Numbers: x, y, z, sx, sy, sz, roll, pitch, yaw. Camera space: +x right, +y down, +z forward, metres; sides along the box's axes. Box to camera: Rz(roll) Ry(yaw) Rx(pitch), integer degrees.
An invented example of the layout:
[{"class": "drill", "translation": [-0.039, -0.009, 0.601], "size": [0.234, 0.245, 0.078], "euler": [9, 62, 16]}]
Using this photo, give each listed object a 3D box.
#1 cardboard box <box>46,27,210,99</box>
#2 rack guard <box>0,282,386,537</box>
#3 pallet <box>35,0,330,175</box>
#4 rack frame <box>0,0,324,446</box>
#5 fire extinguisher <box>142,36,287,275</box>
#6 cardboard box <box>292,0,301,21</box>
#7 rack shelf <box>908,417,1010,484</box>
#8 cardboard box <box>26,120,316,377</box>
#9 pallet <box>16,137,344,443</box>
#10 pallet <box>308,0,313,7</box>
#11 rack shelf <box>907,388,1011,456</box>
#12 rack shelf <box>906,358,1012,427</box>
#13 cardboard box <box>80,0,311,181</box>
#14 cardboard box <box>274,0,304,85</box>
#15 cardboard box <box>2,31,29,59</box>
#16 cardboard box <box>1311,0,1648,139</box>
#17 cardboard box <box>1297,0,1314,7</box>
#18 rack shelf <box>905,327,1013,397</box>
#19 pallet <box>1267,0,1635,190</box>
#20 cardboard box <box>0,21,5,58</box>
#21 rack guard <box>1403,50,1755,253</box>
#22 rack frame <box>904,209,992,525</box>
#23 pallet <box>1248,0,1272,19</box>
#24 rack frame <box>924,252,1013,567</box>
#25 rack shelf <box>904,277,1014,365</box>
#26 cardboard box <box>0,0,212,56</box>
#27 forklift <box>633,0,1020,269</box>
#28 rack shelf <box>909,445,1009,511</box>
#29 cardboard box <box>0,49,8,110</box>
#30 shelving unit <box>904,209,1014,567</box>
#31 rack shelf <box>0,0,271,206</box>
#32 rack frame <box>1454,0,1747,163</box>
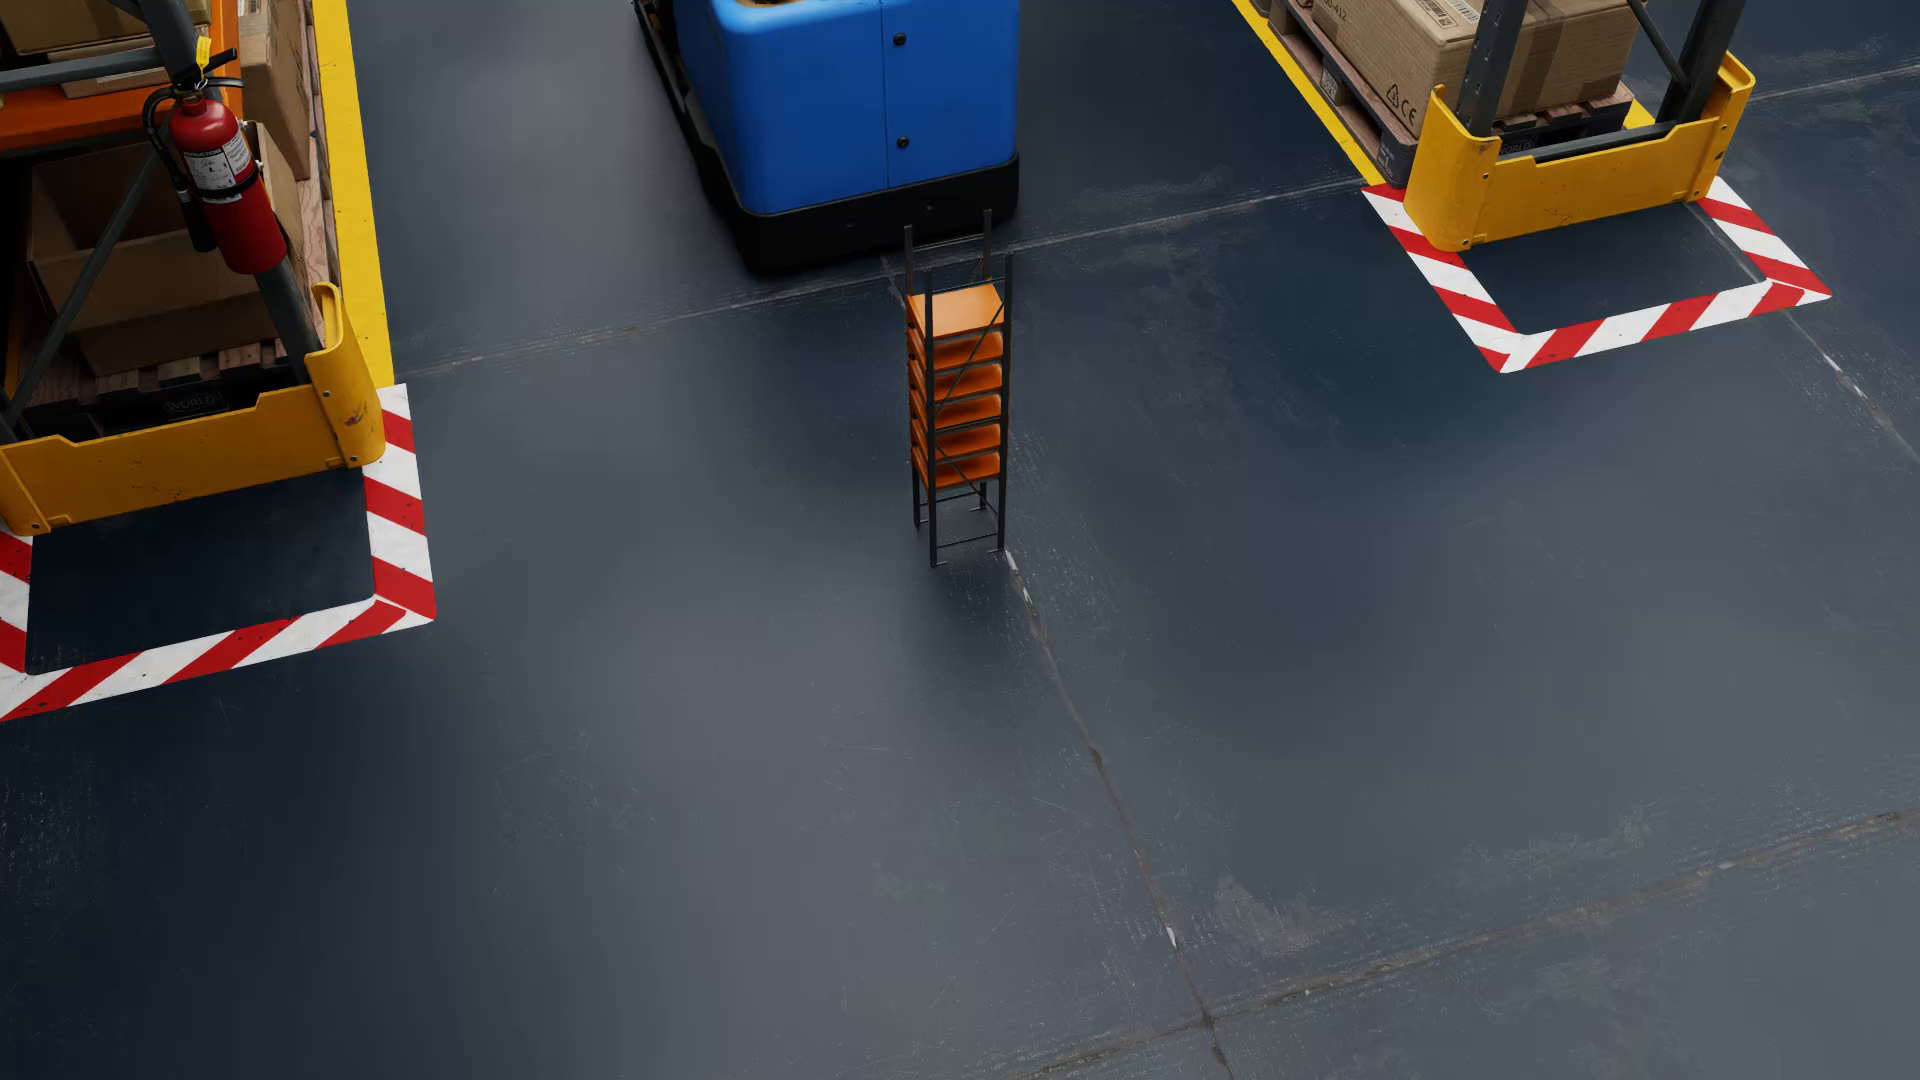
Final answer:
[{"class": "cardboard box", "translation": [-2.307, -1.388, 4.622], "size": [0.380, 0.149, 0.250], "euler": [-14, 51, -11]}, {"class": "rack guard", "translation": [-2.494, -0.416, 5.274], "size": [1.175, 0.500, 0.348], "euler": [-13, 51, -11]}, {"class": "pallet", "translation": [-3.088, -1.794, 6.625], "size": [1.003, 0.211, 1.213], "euler": [-13, 51, -11]}, {"class": "rack frame", "translation": [-2.472, -1.166, 4.271], "size": [1.000, 3.000, 0.127], "euler": [-13, 51, -11]}, {"class": "fire extinguisher", "translation": [-1.987, -1.018, 4.441], "size": [0.296, 0.674, 0.183], "euler": [-13, 51, -11]}, {"class": "cardboard box", "translation": [-3.085, -2.355, 6.634], "size": [0.700, 0.500, 0.500], "euler": [-15, 52, -12]}, {"class": "rack shelf", "translation": [-0.004, -0.291, 4.926], "size": [0.258, 0.103, 0.180], "euler": [-13, 51, -11]}, {"class": "cardboard box", "translation": [-2.562, -0.965, 5.460], "size": [0.797, 0.503, 0.637], "euler": [-15, 52, -12]}, {"class": "pallet", "translation": [-2.731, -0.905, 5.875], "size": [1.003, 0.211, 1.213], "euler": [-13, 51, -11]}, {"class": "pallet", "translation": [-3.452, -2.687, 7.377], "size": [1.003, 0.211, 1.213], "euler": [-13, 51, -11]}, {"class": "rack shelf", "translation": [-0.004, -0.369, 4.834], "size": [0.258, 0.103, 0.180], "euler": [-13, 51, -11]}, {"class": "rack shelf", "translation": [-0.004, -0.446, 4.742], "size": [0.258, 0.103, 0.180], "euler": [-13, 51, -11]}, {"class": "cardboard box", "translation": [-2.778, -1.597, 5.995], "size": [0.700, 0.500, 0.500], "euler": [-11, 51, -9]}, {"class": "cardboard box", "translation": [-2.838, -2.006, 6.339], "size": [0.500, 0.500, 0.500], "euler": [-12, 51, -10]}, {"class": "cardboard box", "translation": [-2.842, -1.466, 4.688], "size": [0.380, 0.149, 0.250], "euler": [-12, 51, -10]}, {"class": "cardboard box", "translation": [1.978, -2.060, 6.426], "size": [0.875, 0.438, 0.875], "euler": [-15, 51, -12]}, {"class": "cardboard box", "translation": [1.700, -2.727, 6.988], "size": [0.875, 0.438, 0.875], "euler": [-12, 51, -10]}, {"class": "rack shelf", "translation": [-0.004, -0.523, 4.651], "size": [0.258, 0.103, 0.180], "euler": [-13, 51, -11]}, {"class": "pallet", "translation": [1.958, -1.959, 6.763], "size": [1.003, 0.211, 1.213], "euler": [-13, 51, -11]}, {"class": "cardboard box", "translation": [-2.861, -1.490, 4.448], "size": [0.500, 0.250, 0.500], "euler": [-12, 51, -10]}, {"class": "rack guard", "translation": [2.276, -1.468, 6.161], "size": [1.175, 0.500, 0.348], "euler": [-13, 51, -11]}, {"class": "rack frame", "translation": [-0.031, -0.464, 4.857], "size": [0.240, 1.200, 0.006], "euler": [-13, 51, -11]}, {"class": "pallet", "translation": [1.601, -2.848, 7.513], "size": [1.003, 0.211, 1.213], "euler": [-13, 51, -11]}, {"class": "rack frame", "translation": [0.023, -0.330, 4.744], "size": [0.240, 1.200, 0.006], "euler": [-13, 51, -11]}, {"class": "rack shelf", "translation": [-0.004, -0.601, 4.559], "size": [0.258, 0.103, 0.180], "euler": [-13, 51, -11]}, {"class": "cardboard box", "translation": [-2.348, -1.606, 4.546], "size": [0.500, 0.250, 0.500], "euler": [-13, 51, -11]}, {"class": "forklift", "translation": [-0.748, -3.074, 5.924], "size": [1.130, 2.935, 3.031], "euler": [-15, 51, -12]}, {"class": "rack shelf", "translation": [-0.004, -0.214, 5.018], "size": [0.258, 0.103, 0.180], "euler": [-13, 51, -11]}, {"class": "cardboard box", "translation": [-2.826, -1.267, 4.520], "size": [0.380, 0.149, 0.250], "euler": [-14, 51, -11]}, {"class": "shelving unit", "translation": [-0.004, -0.397, 4.800], "size": [0.258, 1.200, 0.189], "euler": [-13, 51, -11]}, {"class": "rack shelf", "translation": [-3.063, -2.395, 5.778], "size": [1.077, 0.370, 4.000], "euler": [-13, 51, -11]}, {"class": "rack frame", "translation": [2.269, -2.291, 5.220], "size": [1.000, 3.000, 0.127], "euler": [-13, 51, -11]}]
